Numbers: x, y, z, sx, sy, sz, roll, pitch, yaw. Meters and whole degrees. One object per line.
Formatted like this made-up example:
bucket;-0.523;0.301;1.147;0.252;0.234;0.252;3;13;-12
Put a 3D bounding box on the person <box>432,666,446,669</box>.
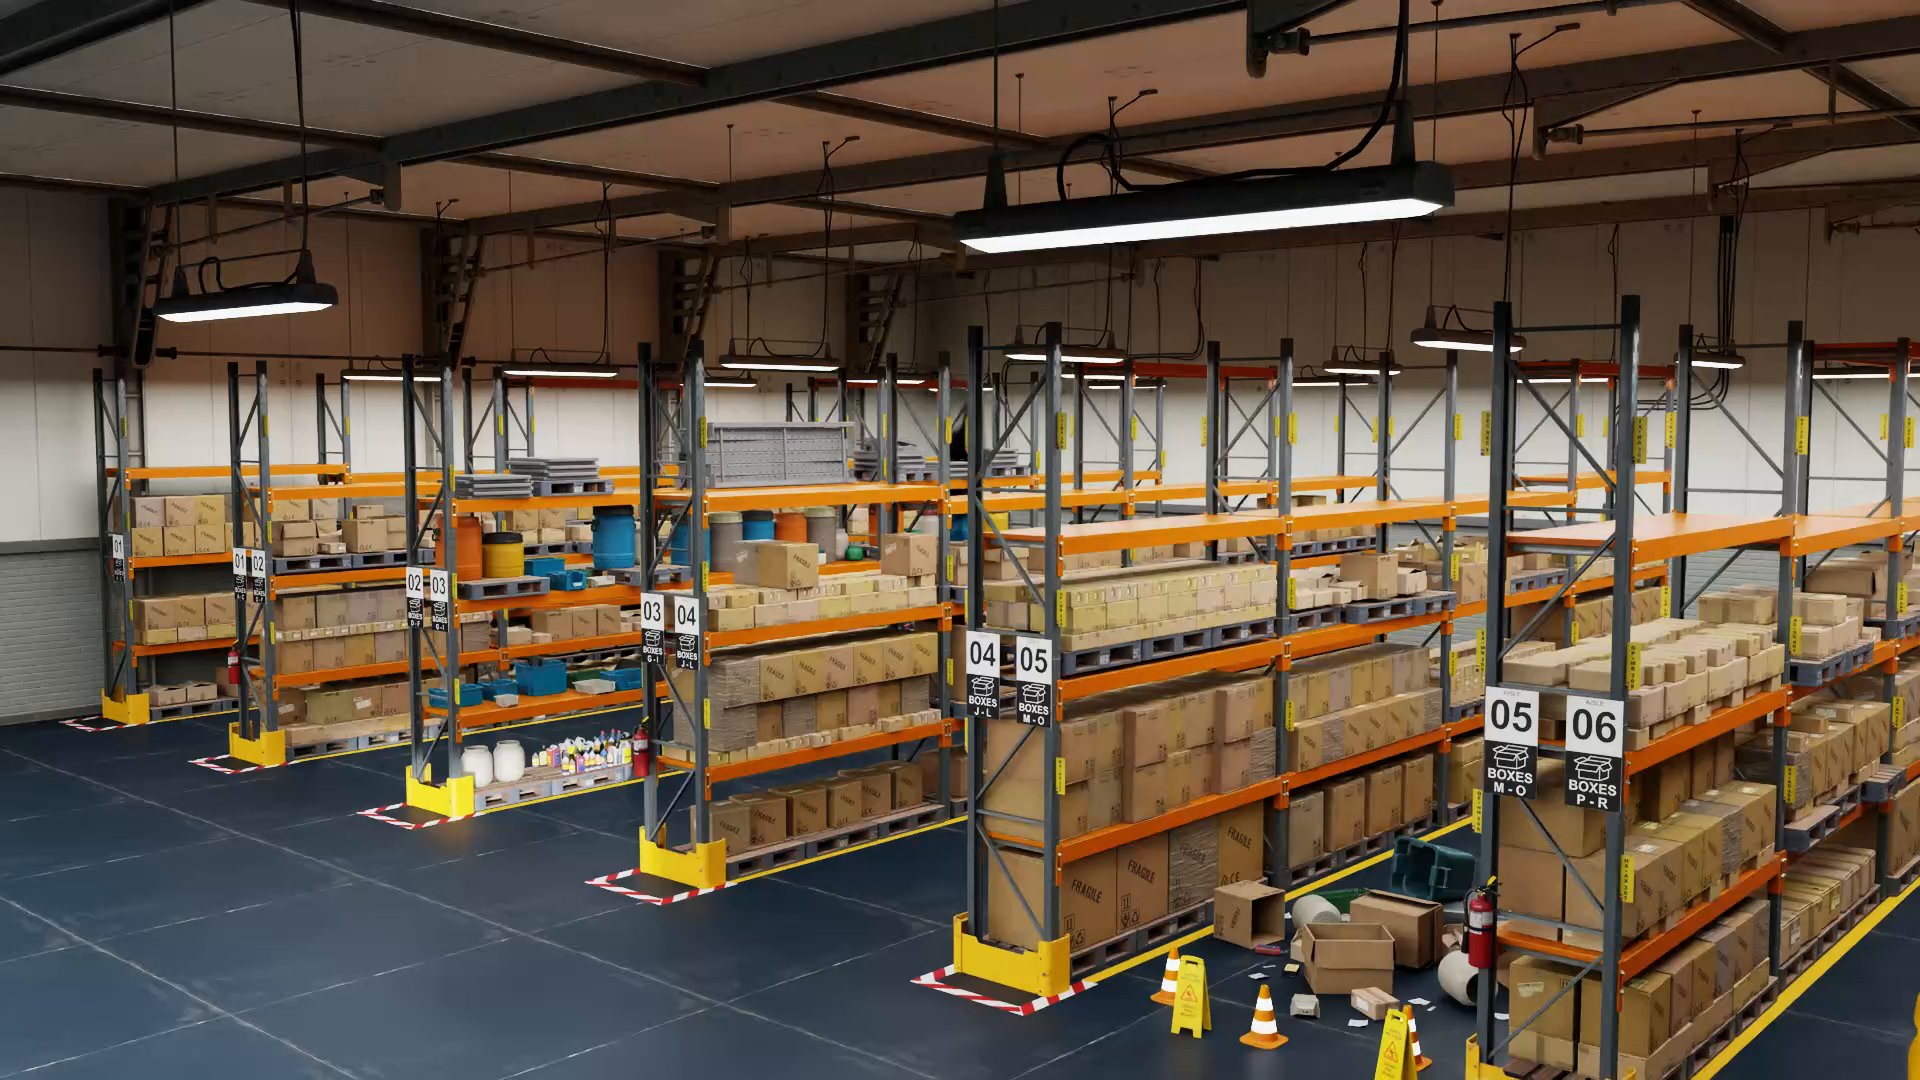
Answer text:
person;-9.451;2.108;30.484;0.574;1.626;0.564;1;4;19
